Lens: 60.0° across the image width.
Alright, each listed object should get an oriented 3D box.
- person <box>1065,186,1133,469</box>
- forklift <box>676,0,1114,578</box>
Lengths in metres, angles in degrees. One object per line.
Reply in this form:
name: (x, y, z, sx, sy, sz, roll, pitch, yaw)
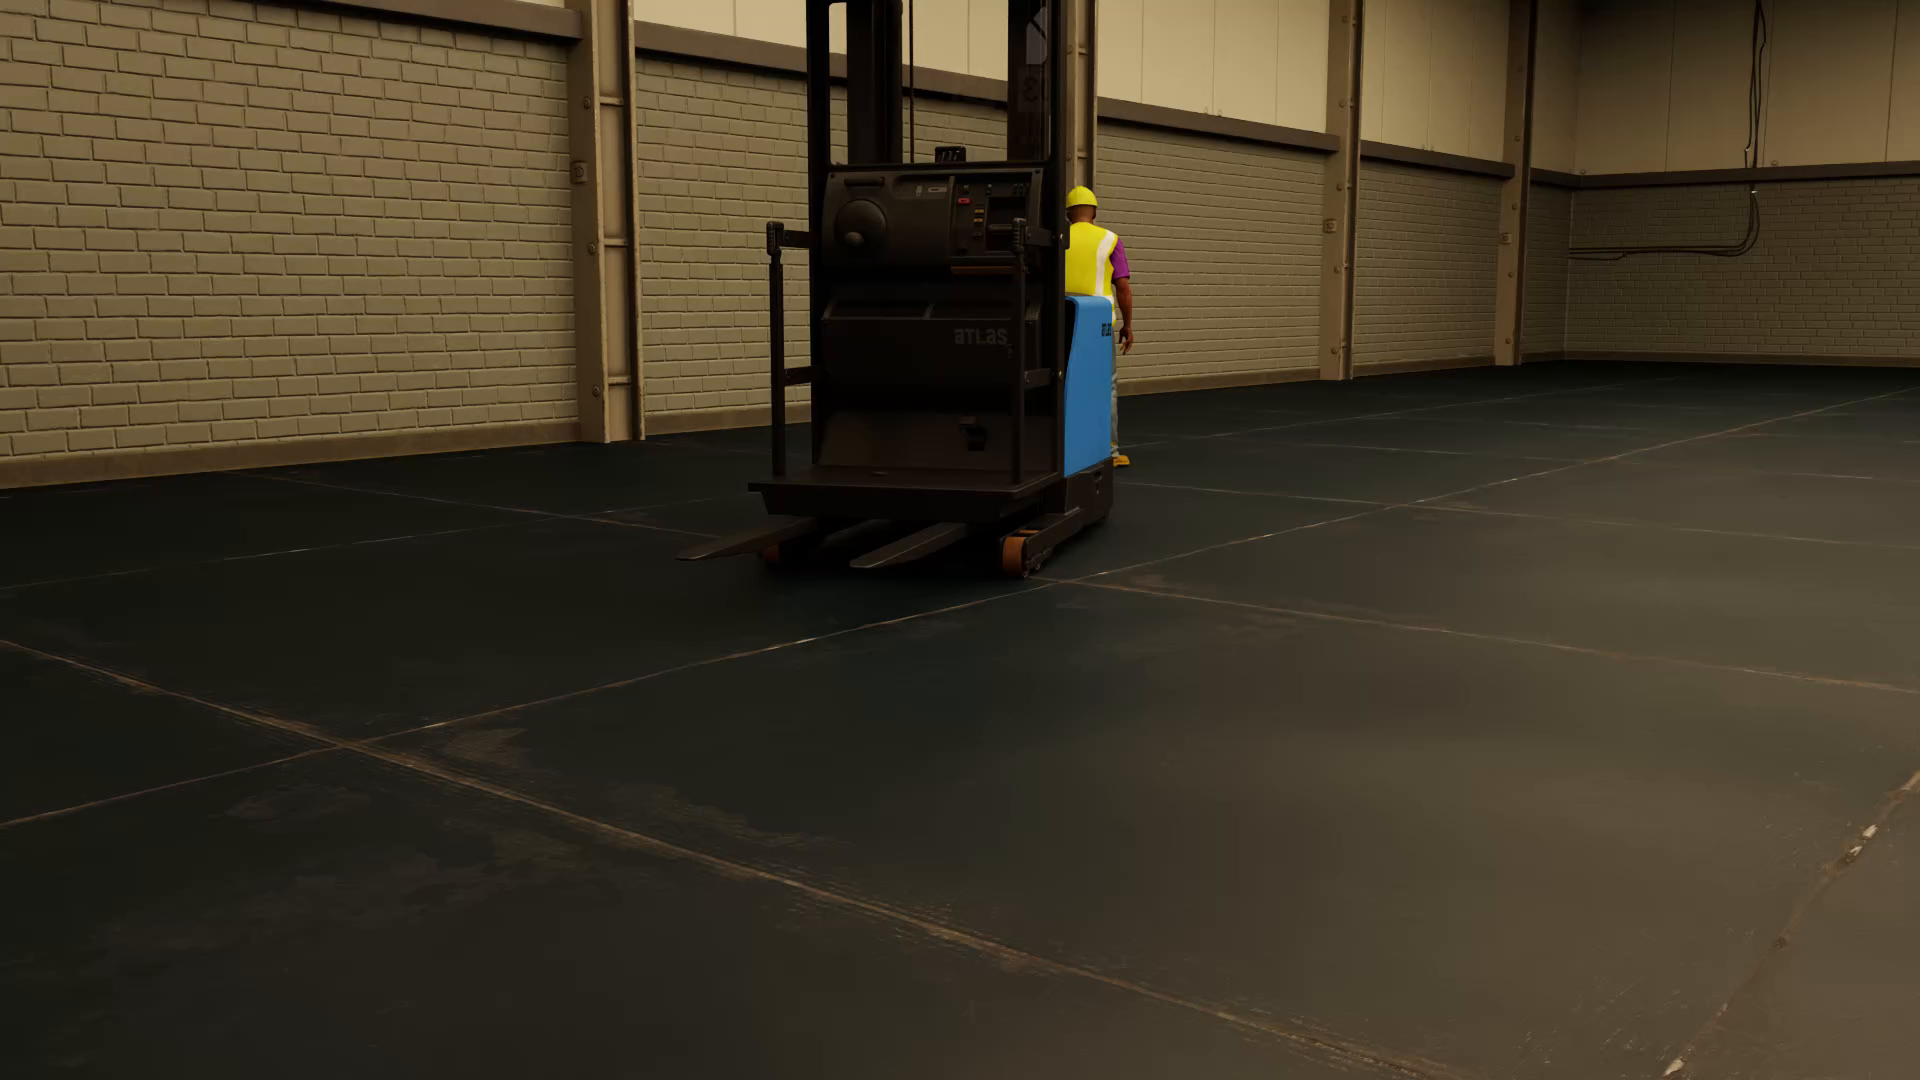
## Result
person: (0.775, -1.338, 10.484, 0.632, 1.759, 0.462, 2, 9, 12)
forklift: (-0.176, -1.366, 6.616, 1.130, 2.935, 3.031, 3, 9, 17)
